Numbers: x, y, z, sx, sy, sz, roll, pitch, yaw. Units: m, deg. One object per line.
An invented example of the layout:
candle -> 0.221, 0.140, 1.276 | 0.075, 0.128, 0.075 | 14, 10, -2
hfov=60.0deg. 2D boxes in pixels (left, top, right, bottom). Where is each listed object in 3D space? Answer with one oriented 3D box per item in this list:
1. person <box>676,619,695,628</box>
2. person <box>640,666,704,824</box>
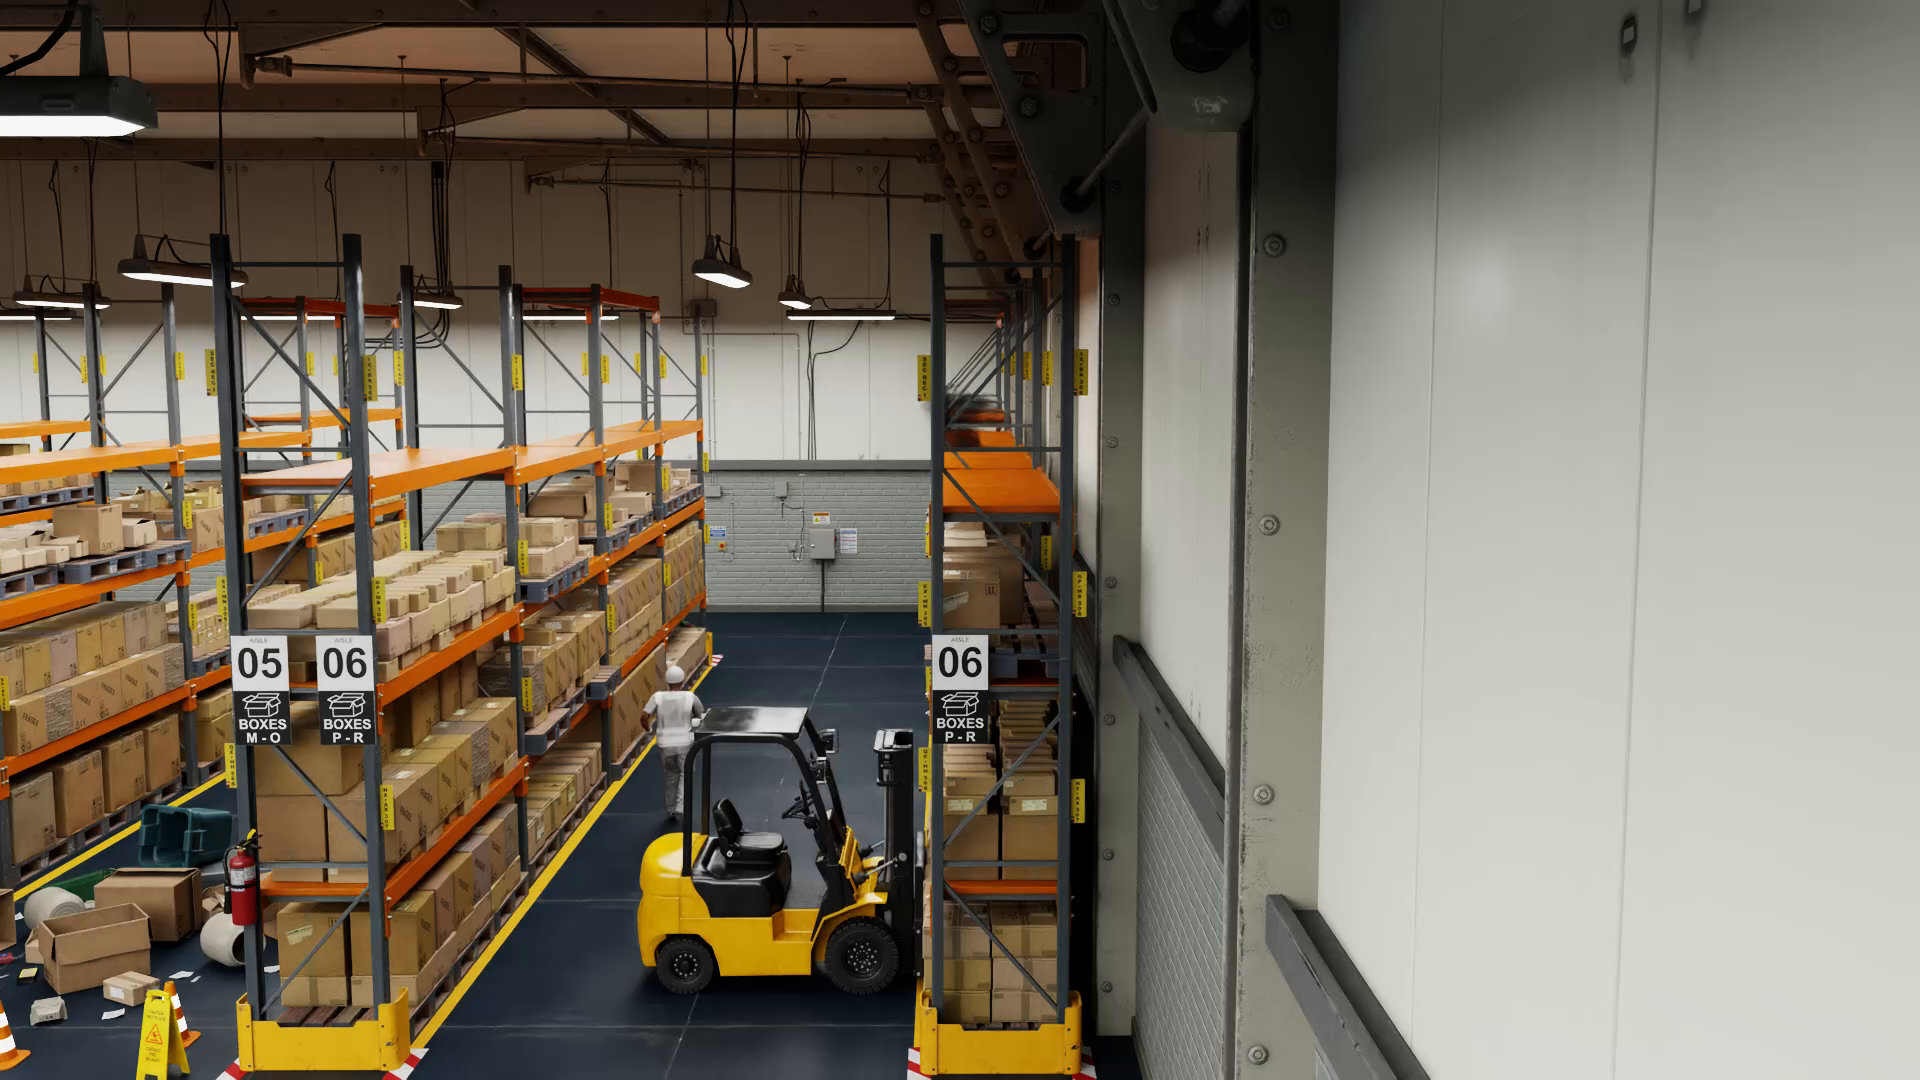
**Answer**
person -> -5.048, 1.051, 29.064 | 1.071, 1.749, 0.645 | 0, 6, 3
person -> -3.131, 2.247, 18.302 | 0.700, 1.761, 0.992 | 0, 6, -2
